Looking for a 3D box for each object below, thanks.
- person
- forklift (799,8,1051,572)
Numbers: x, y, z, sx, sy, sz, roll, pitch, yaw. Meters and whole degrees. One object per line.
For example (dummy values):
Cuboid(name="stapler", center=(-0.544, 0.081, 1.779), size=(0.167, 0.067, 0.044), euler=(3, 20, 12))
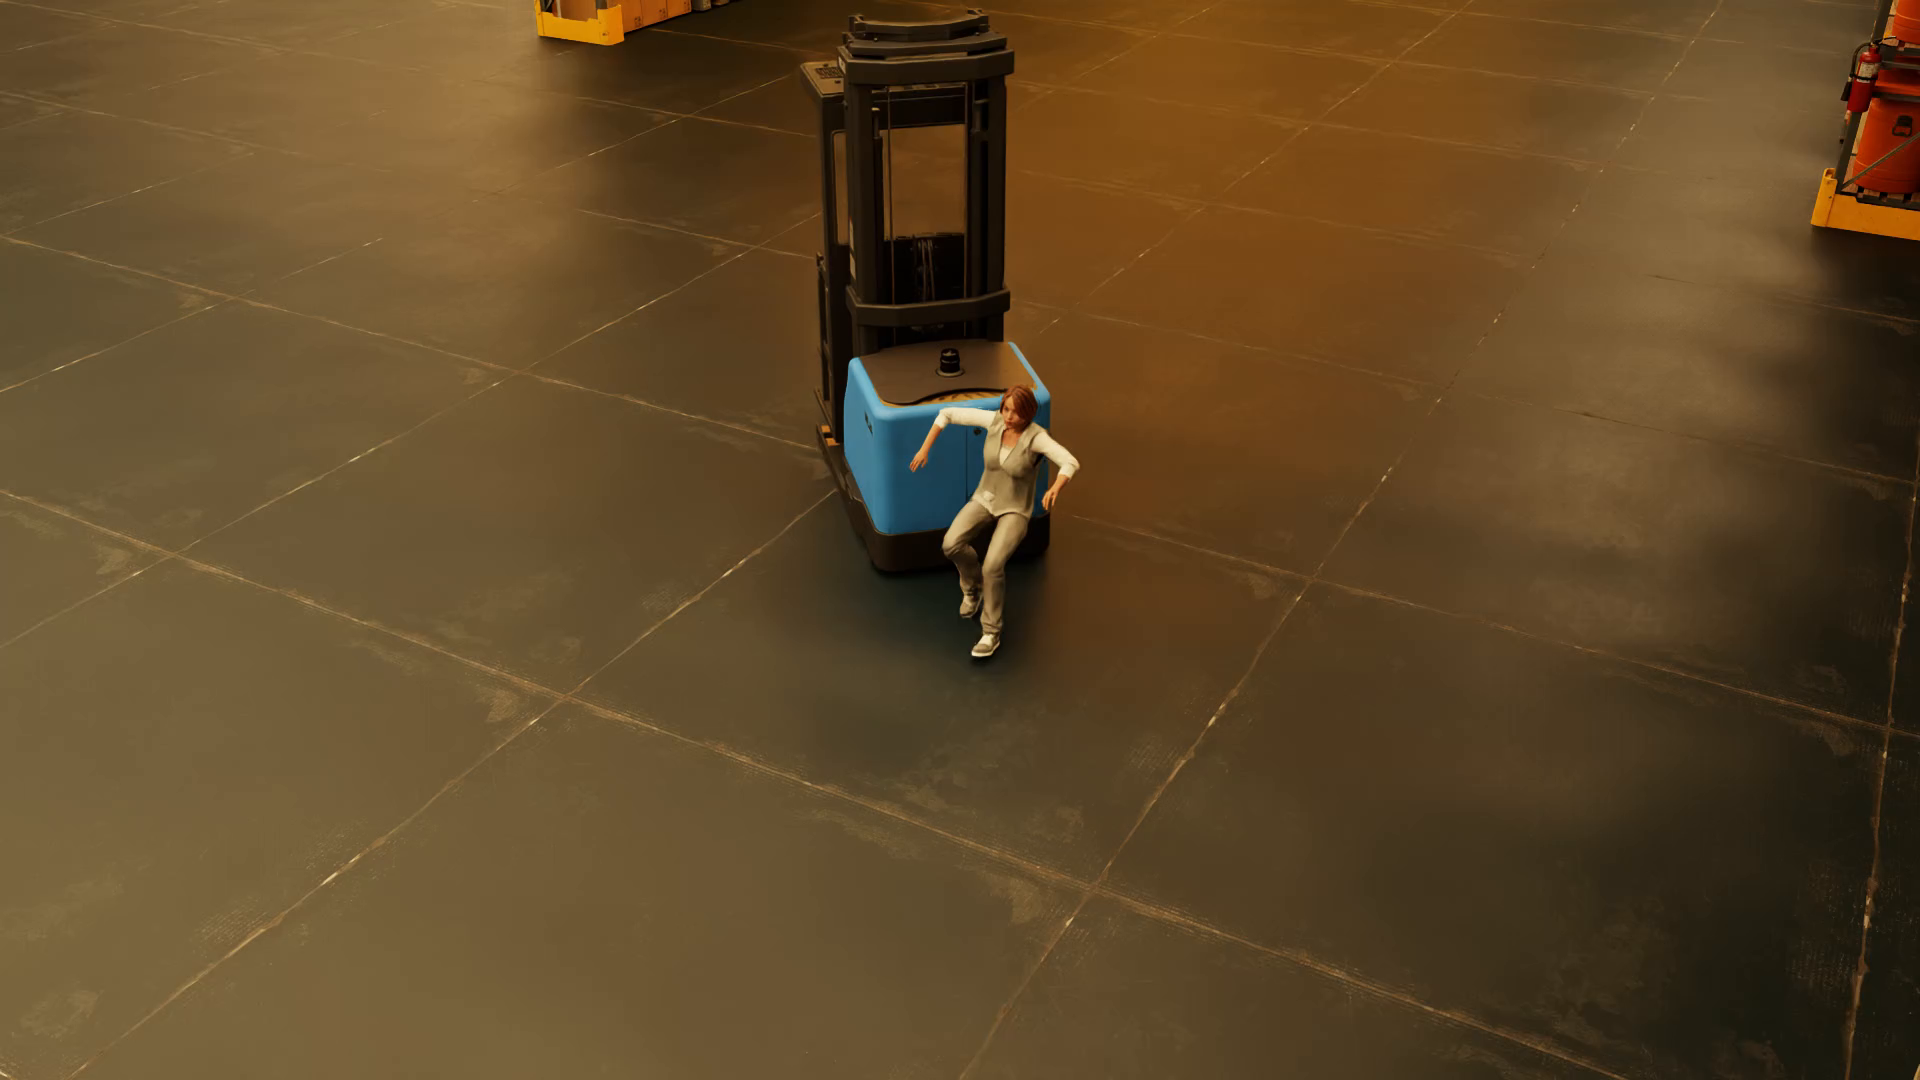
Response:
Cuboid(name="person", center=(0.145, -0.120, 8.838), size=(0.940, 1.360, 0.778), euler=(12, 32, 19))
Cuboid(name="forklift", center=(-0.330, -1.812, 10.210), size=(1.130, 2.935, 3.031), euler=(-7, 31, -12))
